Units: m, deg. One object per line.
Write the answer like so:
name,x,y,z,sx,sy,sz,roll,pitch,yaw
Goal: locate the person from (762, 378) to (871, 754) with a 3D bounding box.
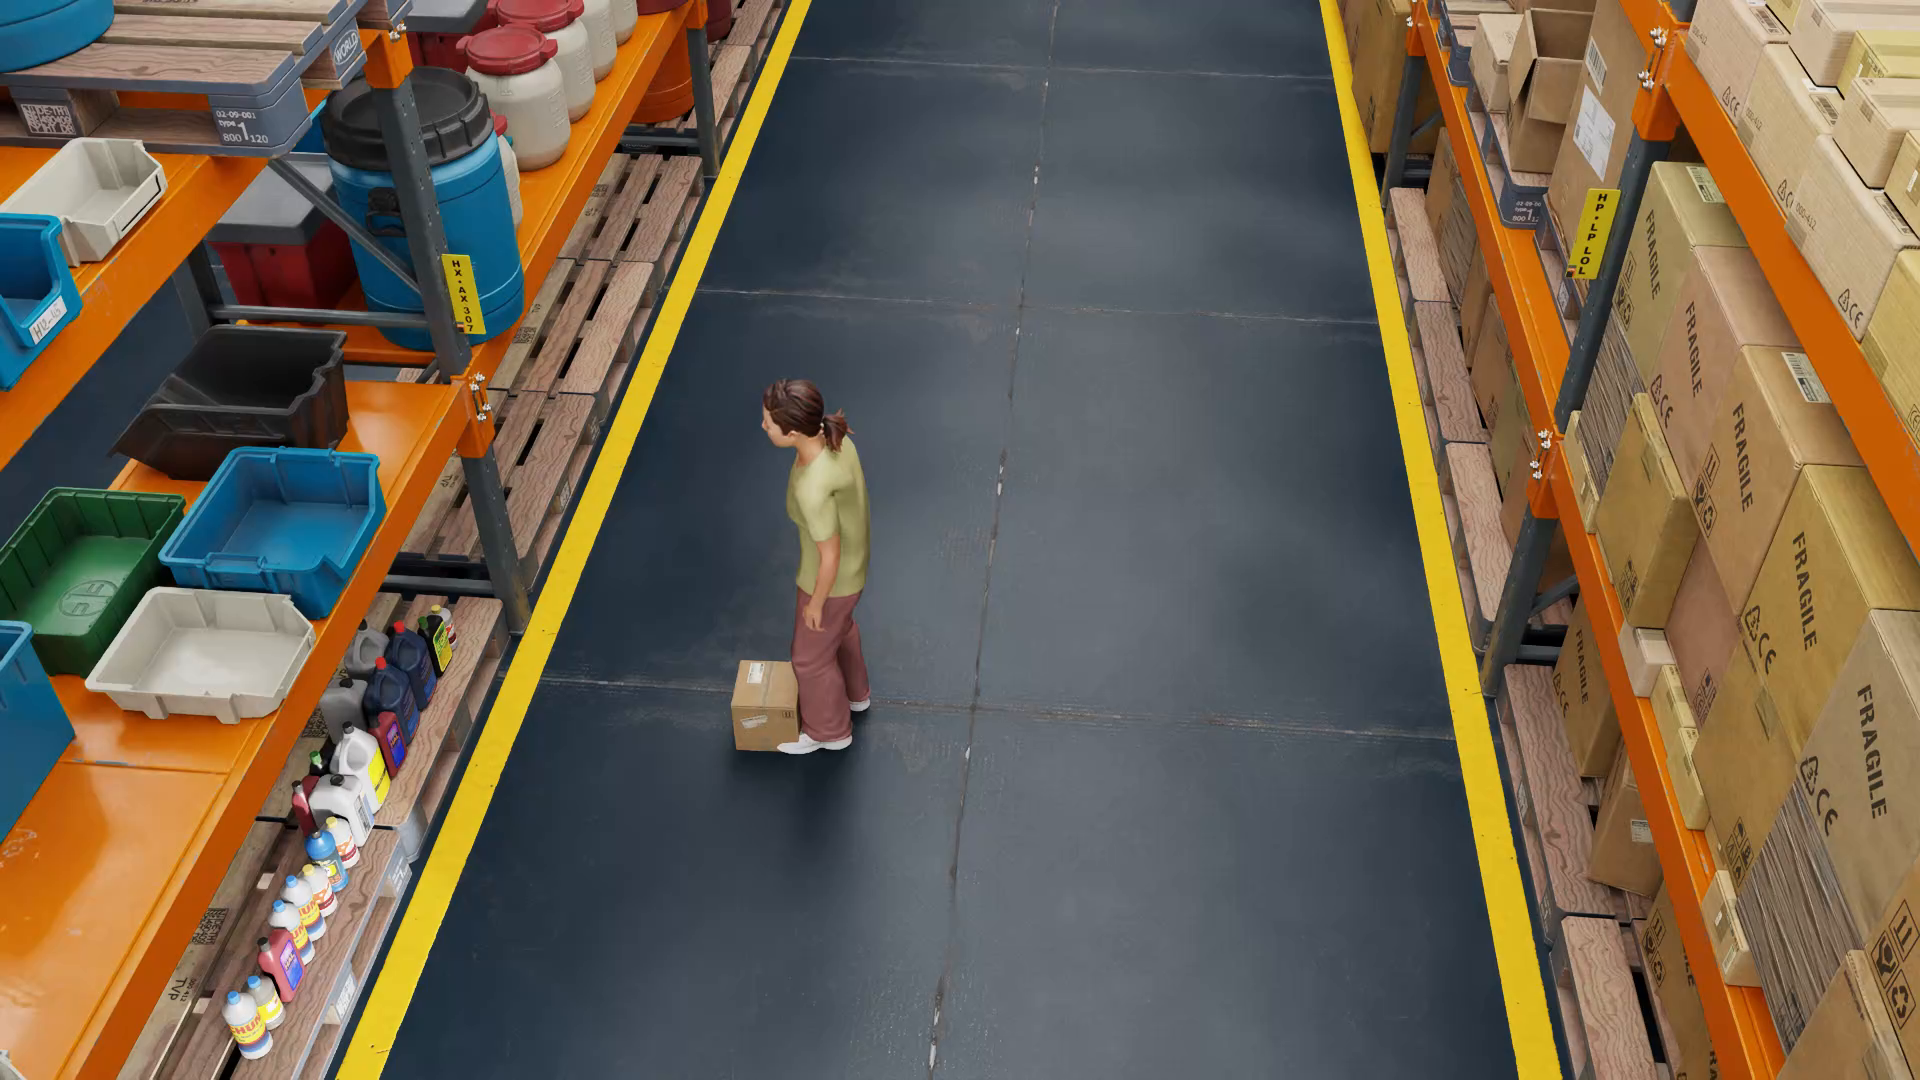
person,-0.521,0.111,6.026,0.405,1.673,0.502,3,40,3
